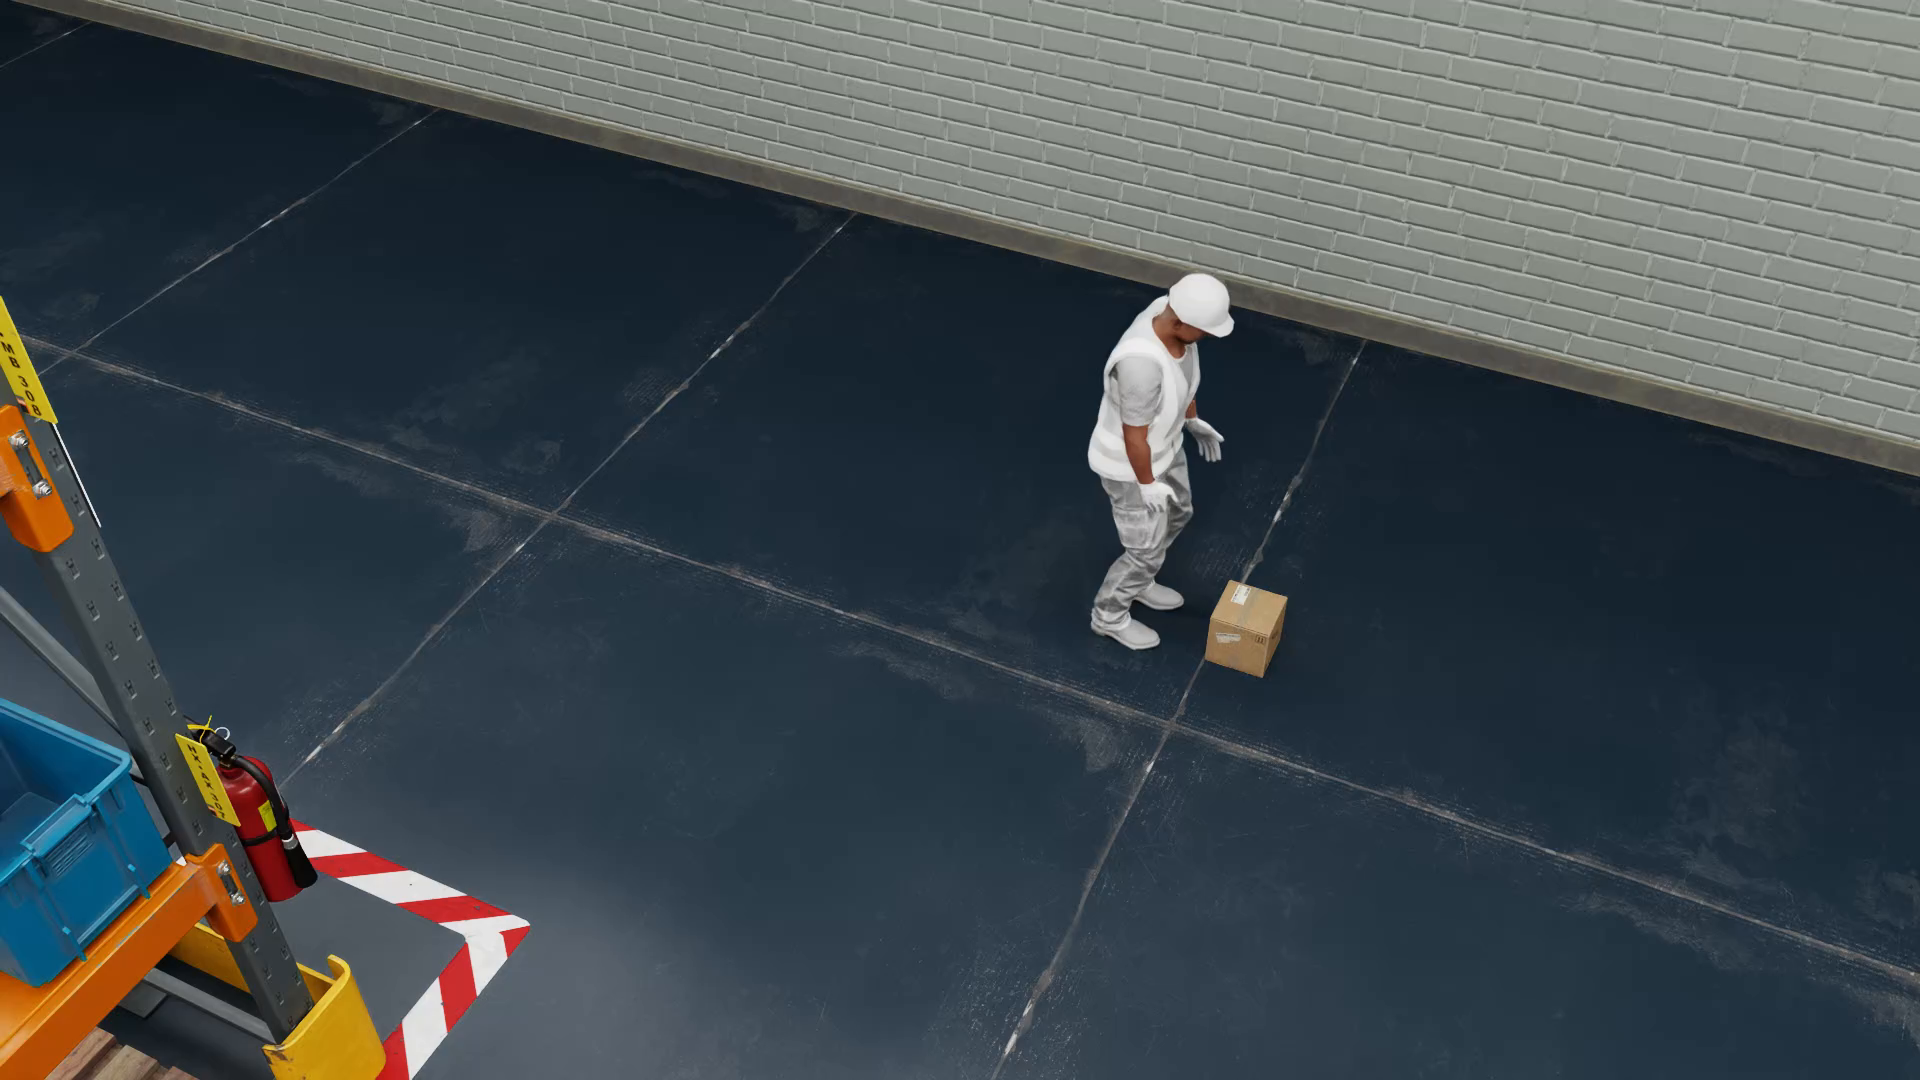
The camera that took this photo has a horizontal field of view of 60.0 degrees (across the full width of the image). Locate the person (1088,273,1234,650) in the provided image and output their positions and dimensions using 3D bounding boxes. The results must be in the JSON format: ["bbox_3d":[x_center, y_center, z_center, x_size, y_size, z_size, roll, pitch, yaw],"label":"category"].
[{"bbox_3d":[0.773,-0.334,6.570,0.477,1.721,0.576,18,45,20],"label":"person"}]
